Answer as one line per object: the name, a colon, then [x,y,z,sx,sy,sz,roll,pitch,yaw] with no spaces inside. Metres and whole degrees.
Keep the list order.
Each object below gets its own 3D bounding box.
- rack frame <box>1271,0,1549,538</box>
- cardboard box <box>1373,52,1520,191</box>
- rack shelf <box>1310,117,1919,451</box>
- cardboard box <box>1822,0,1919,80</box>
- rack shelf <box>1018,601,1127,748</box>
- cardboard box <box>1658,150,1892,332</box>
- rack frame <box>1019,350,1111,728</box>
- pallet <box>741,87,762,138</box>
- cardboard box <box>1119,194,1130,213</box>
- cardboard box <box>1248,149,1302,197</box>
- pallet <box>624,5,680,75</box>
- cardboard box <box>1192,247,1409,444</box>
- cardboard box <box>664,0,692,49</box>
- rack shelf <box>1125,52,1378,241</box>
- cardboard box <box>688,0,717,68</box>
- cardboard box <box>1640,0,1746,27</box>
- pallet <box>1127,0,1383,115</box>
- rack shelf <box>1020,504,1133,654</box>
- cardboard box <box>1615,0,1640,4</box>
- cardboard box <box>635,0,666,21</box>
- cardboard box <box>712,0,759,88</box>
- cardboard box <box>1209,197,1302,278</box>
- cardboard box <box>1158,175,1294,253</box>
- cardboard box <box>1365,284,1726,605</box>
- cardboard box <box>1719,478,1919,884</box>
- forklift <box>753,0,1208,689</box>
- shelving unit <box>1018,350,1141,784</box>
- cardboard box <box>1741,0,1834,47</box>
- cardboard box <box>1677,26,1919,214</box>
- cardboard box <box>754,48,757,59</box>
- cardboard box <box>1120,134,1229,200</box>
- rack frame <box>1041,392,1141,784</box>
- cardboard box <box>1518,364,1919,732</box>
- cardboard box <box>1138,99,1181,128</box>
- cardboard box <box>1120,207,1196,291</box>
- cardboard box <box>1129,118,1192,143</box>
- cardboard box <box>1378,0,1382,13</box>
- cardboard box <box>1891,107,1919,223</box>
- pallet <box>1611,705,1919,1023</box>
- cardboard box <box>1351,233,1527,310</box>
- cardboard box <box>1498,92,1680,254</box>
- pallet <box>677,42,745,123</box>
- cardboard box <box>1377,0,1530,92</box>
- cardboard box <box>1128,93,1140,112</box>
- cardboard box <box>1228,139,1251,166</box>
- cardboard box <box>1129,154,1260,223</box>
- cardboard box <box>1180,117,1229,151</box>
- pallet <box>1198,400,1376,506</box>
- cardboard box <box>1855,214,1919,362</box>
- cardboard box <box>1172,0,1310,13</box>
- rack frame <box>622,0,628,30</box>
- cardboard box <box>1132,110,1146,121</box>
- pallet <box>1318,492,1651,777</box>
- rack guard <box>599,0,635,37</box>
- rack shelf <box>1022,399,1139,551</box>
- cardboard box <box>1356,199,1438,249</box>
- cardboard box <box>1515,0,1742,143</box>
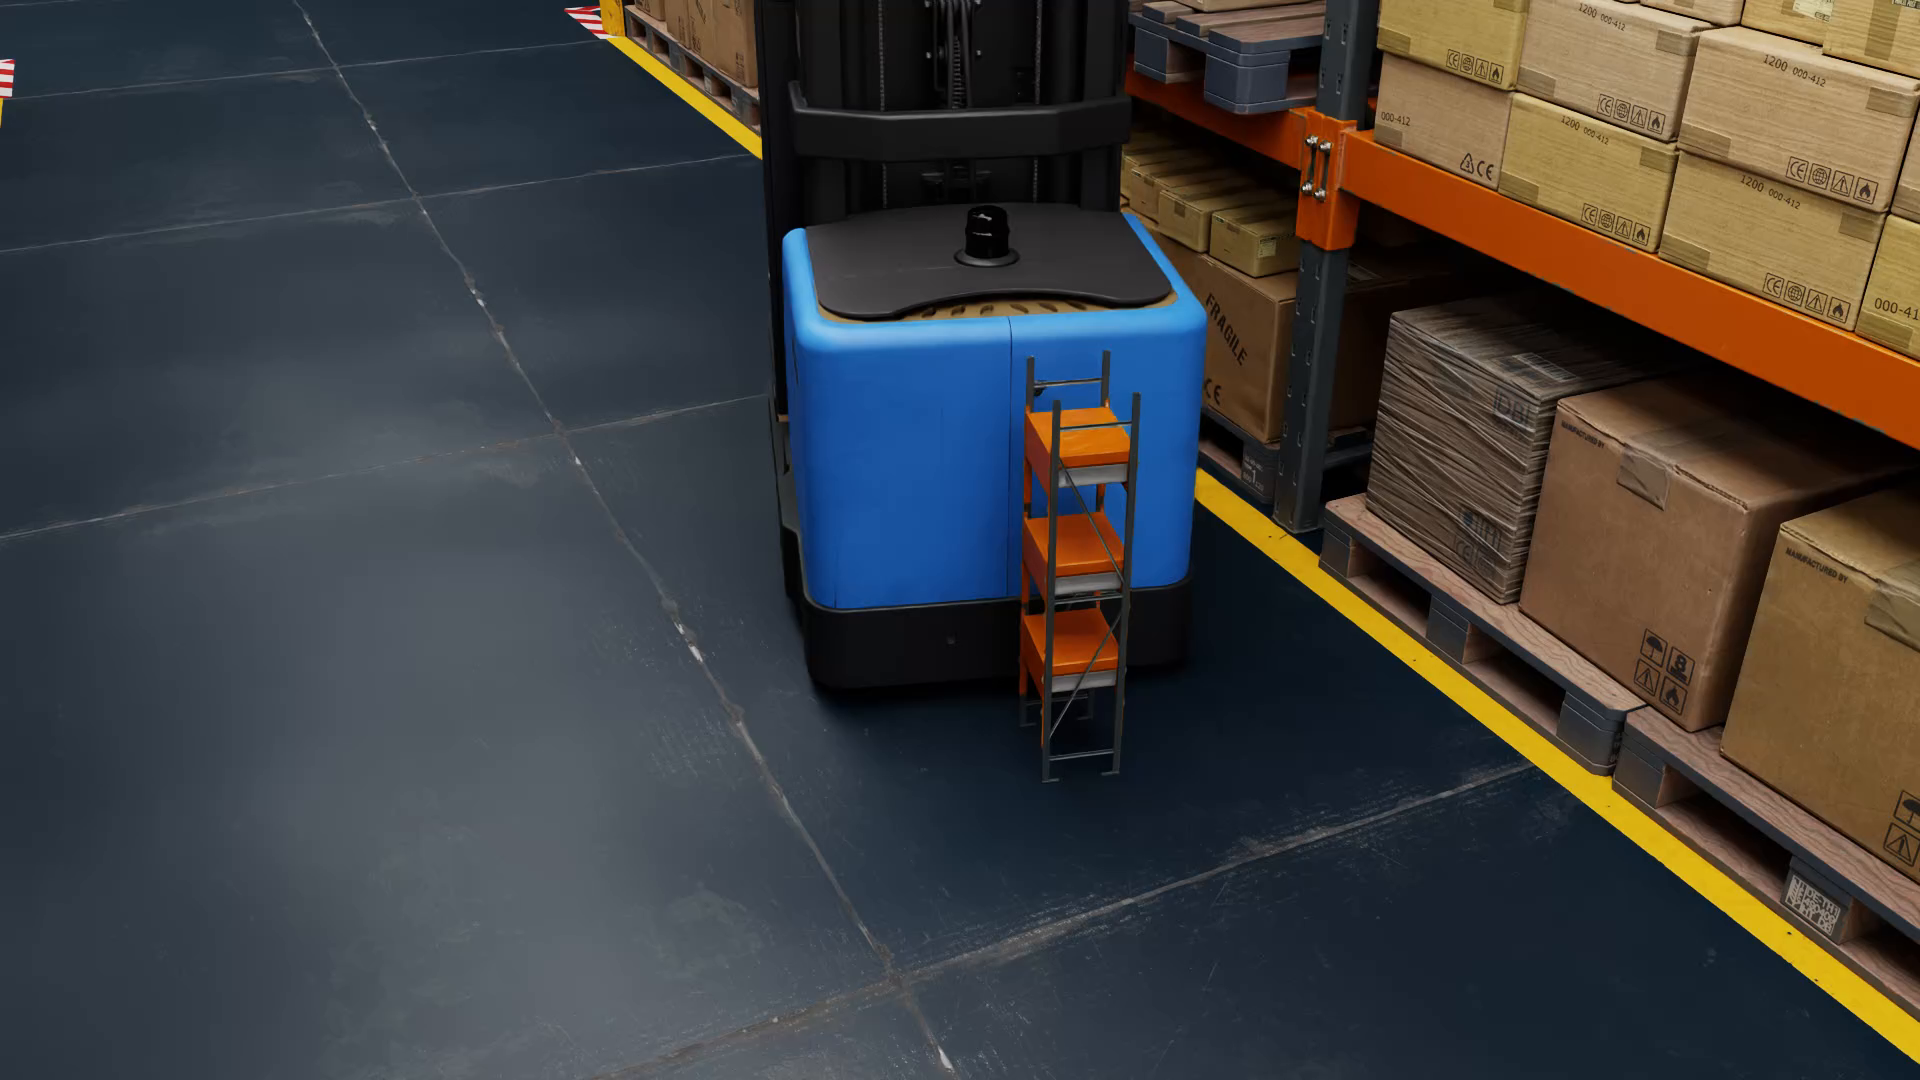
rack frame: [1.481,-1.448,4.766,1.000,3.000,0.127,-13,32,-22]
cardboard box: [1.451,-1.135,4.361,0.500,0.250,0.500,-13,32,-22]
rack shelf: [2.340,-0.251,3.366,1.077,0.370,4.000,-13,32,-22]
cardboard box: [1.916,-1.004,3.208,0.380,0.149,0.250,-12,32,-21]
rack shelf: [0.278,0.334,4.171,0.215,0.259,0.240,-6,30,-10]
cardboard box: [1.890,-0.686,3.560,0.500,0.250,0.500,-14,32,-24]
rack frame: [0.254,0.024,4.134,0.200,1.050,0.008,-6,30,-10]
pallet: [-0.530,-2.302,9.140,1.003,0.211,1.213,-13,32,-22]
cardboard box: [0.673,-1.137,6.337,0.500,0.500,0.500,-12,31,-20]
cardboard box: [1.270,-1.336,6.029,0.380,0.149,0.250,-13,32,-21]
pallet: [-1.577,-3.380,11.062,1.003,0.211,1.213,-13,32,-22]
cardboard box: [1.106,-0.683,5.527,0.500,0.500,0.500,-12,31,-21]
cardboard box: [-1.444,-3.399,10.371,0.700,0.500,0.500,-12,31,-20]
rack shelf: [0.623,-2.018,6.517,1.077,0.370,4.000,-13,32,-22]
cardboard box: [-1.308,-3.145,9.917,0.500,0.500,0.500,-12,32,-21]
cardboard box: [1.725,-1.234,3.617,0.380,0.149,0.250,-13,32,-21]
pallet: [1.127,-1.649,5.320,1.213,0.211,1.003,-13,32,-22]
rack shelf: [0.278,0.092,4.035,0.215,0.259,0.240,-6,30,-10]
cardboard box: [1.601,-1.346,3.819,0.380,0.149,0.250,-12,32,-21]
cardboard box: [-1.776,-3.786,11.058,0.797,0.503,0.637,-14,32,-24]
cardboard box: [-0.998,-2.941,9.554,0.700,0.500,0.500,-14,32,-24]
cardboard box: [1.041,-0.989,5.410,0.380,0.149,0.250,-15,32,-24]
cardboard box: [0.895,-1.103,5.613,0.380,0.149,0.250,-15,33,-25]
cardboard box: [1.737,-0.317,4.747,0.875,0.625,0.625,-12,31,-20]
cardboard box: [2.314,0.267,3.705,0.875,0.625,0.625,-14,32,-24]
forklift: [-0.087,-1.584,5.077,1.130,2.935,3.031,-4,30,-7]
shelving unit: [0.278,0.082,4.030,0.215,1.050,0.252,-6,30,-10]
cardboard box: [1.860,-1.129,3.431,0.380,0.149,0.250,-13,32,-21]
cardboard box: [1.874,-0.897,3.425,0.500,0.250,0.500,-14,32,-23]
cardboard box: [-0.893,-2.548,9.093,0.396,0.266,0.258,-12,31,-20]
cardboard box: [0.750,-1.355,6.062,0.380,0.149,0.250,-12,31,-21]
rack frame: [0.303,0.141,3.925,0.200,1.050,0.008,-6,30,-10]
cardboard box: [2.024,-0.030,4.236,0.875,0.625,0.625,-12,31,-20]
cardboard box: [0.936,-1.680,6.642,0.380,0.149,0.250,-13,32,-22]
cardboard box: [0.900,-0.906,5.925,0.500,0.500,0.500,-14,32,-23]
cardboard box: [0.642,-1.465,6.259,0.380,0.149,0.250,-14,32,-23]
cardboard box: [1.402,-1.935,5.103,0.500,0.500,0.500,-12,31,-20]
cardboard box: [2.116,-0.677,3.032,0.500,0.250,0.500,-13,32,-21]
pallet: [2.319,0.678,3.825,1.003,0.211,1.213,-13,32,-22]
cardboard box: [1.554,-0.786,5.711,0.500,0.500,0.500,-12,31,-20]
cardboard box: [1.663,-0.912,3.963,0.500,0.250,0.500,-14,32,-23]
pallet: [-1.057,-2.842,10.103,1.003,0.211,1.213,-13,32,-22]
cardboard box: [1.429,-1.348,4.230,0.500,0.250,0.500,-13,32,-22]
cardboard box: [0.858,-1.808,6.871,0.380,0.149,0.250,-14,32,-24]
cardboard box: [1.237,-1.475,6.277,0.380,0.149,0.250,-15,32,-24]
cardboard box: [0.822,-1.229,5.837,0.380,0.149,0.250,-14,32,-24]
cardboard box: [1.081,-1.581,6.465,0.380,0.149,0.250,-14,32,-23]
pallet: [1.195,-0.570,6.050,1.003,0.211,1.213,-13,32,-22]
cardboard box: [2.111,-0.457,3.151,0.500,0.250,0.500,-12,31,-20]
cardboard box: [0.853,-1.731,5.098,0.380,0.149,0.250,-12,32,-21]
rack frame: [-1.953,-4.982,11.068,1.000,3.000,0.127,-13,32,-22]
cardboard box: [0.497,-1.581,6.465,0.380,0.149,0.250,-15,32,-24]
pallet: [1.800,0.140,4.785,1.003,0.211,1.213,-13,32,-22]
rack guard: [-1.920,-3.858,11.619,1.175,0.500,0.348,-13,32,-22]
rack shelf: [0.278,-0.156,3.896,0.215,0.259,0.240,-6,30,-10]
cardboard box: [1.539,-1.120,5.643,0.380,0.149,0.250,-11,31,-19]
cardboard box: [1.665,-1.132,3.844,0.500,0.250,0.500,-12,31,-20]
